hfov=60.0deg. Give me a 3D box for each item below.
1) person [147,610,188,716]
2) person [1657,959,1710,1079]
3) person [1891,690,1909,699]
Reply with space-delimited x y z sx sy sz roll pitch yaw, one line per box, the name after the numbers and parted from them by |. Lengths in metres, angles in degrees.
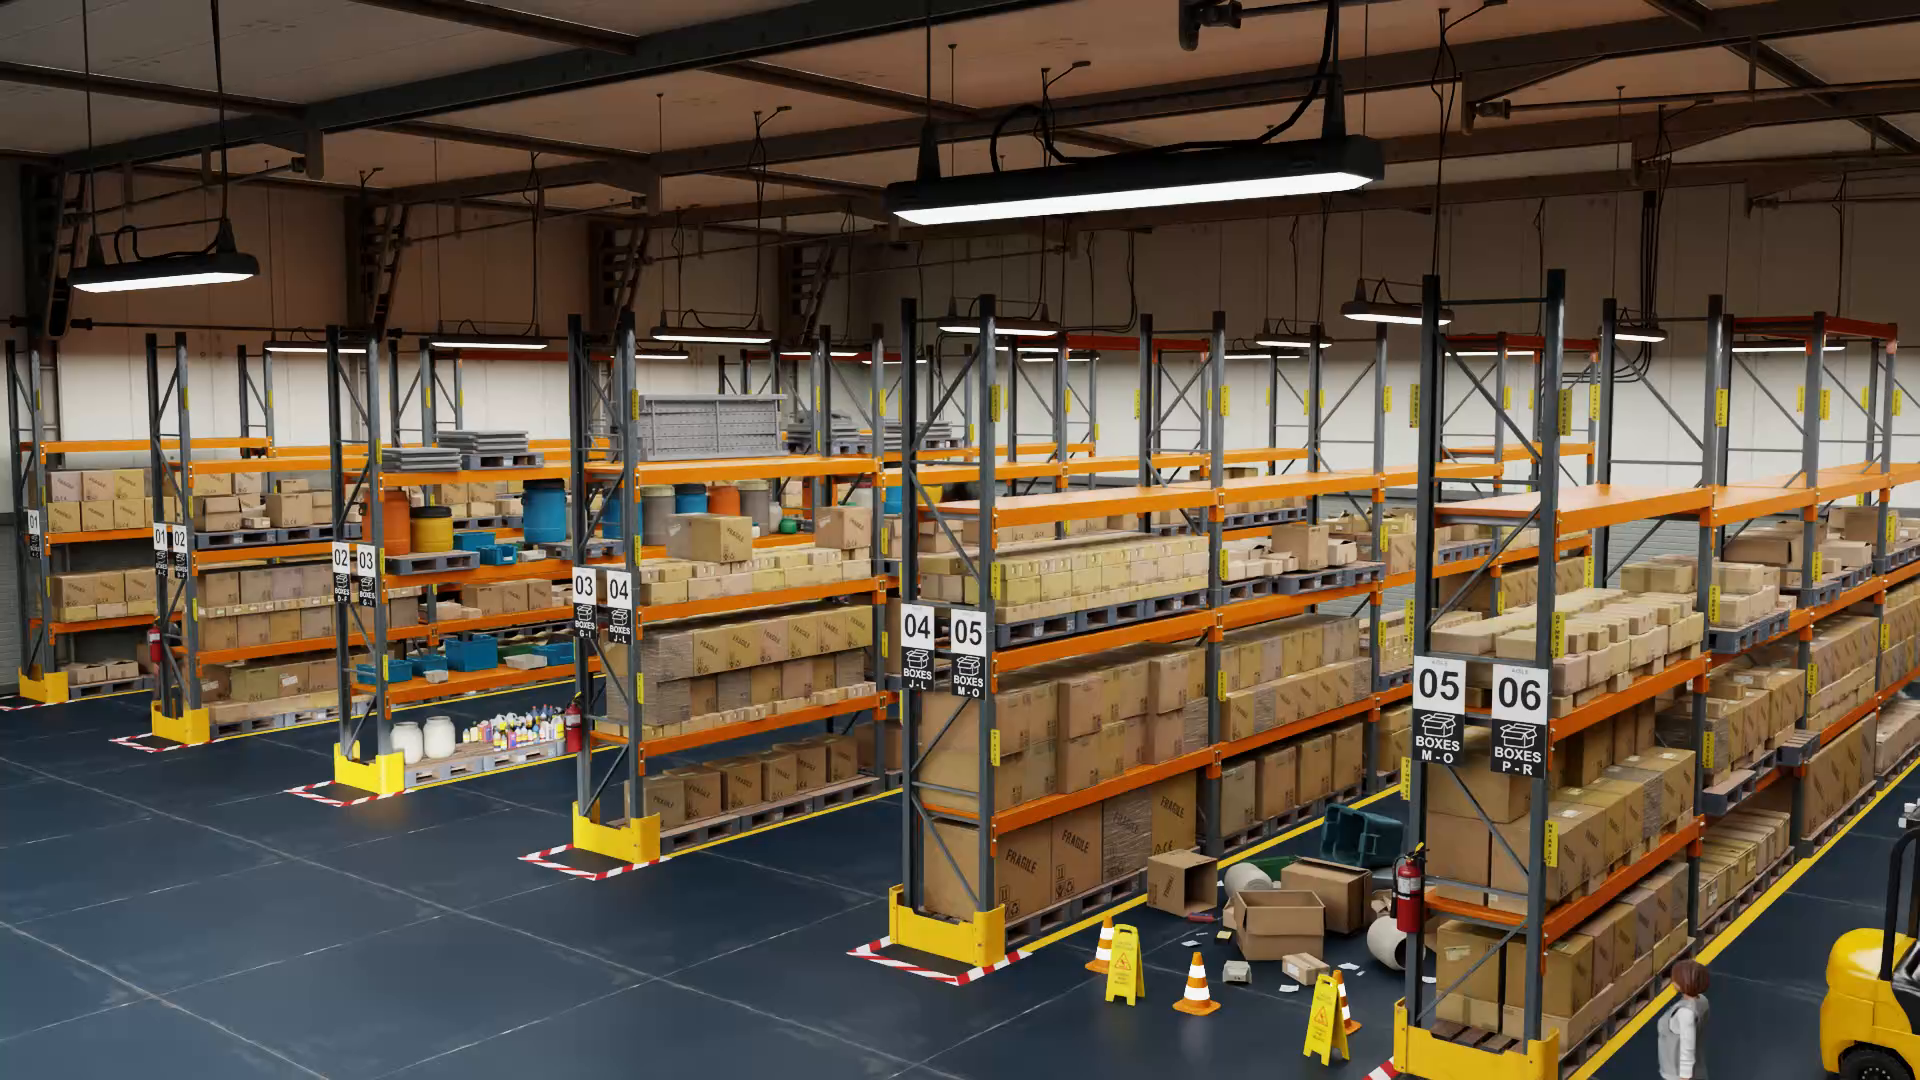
-12.508 1.948 26.356 0.679 1.731 0.583 -4 7 -41 | person
4.509 3.417 10.483 0.391 1.603 0.465 1 5 15 | person
14.846 1.890 26.546 0.575 1.747 0.561 3 6 28 | person
